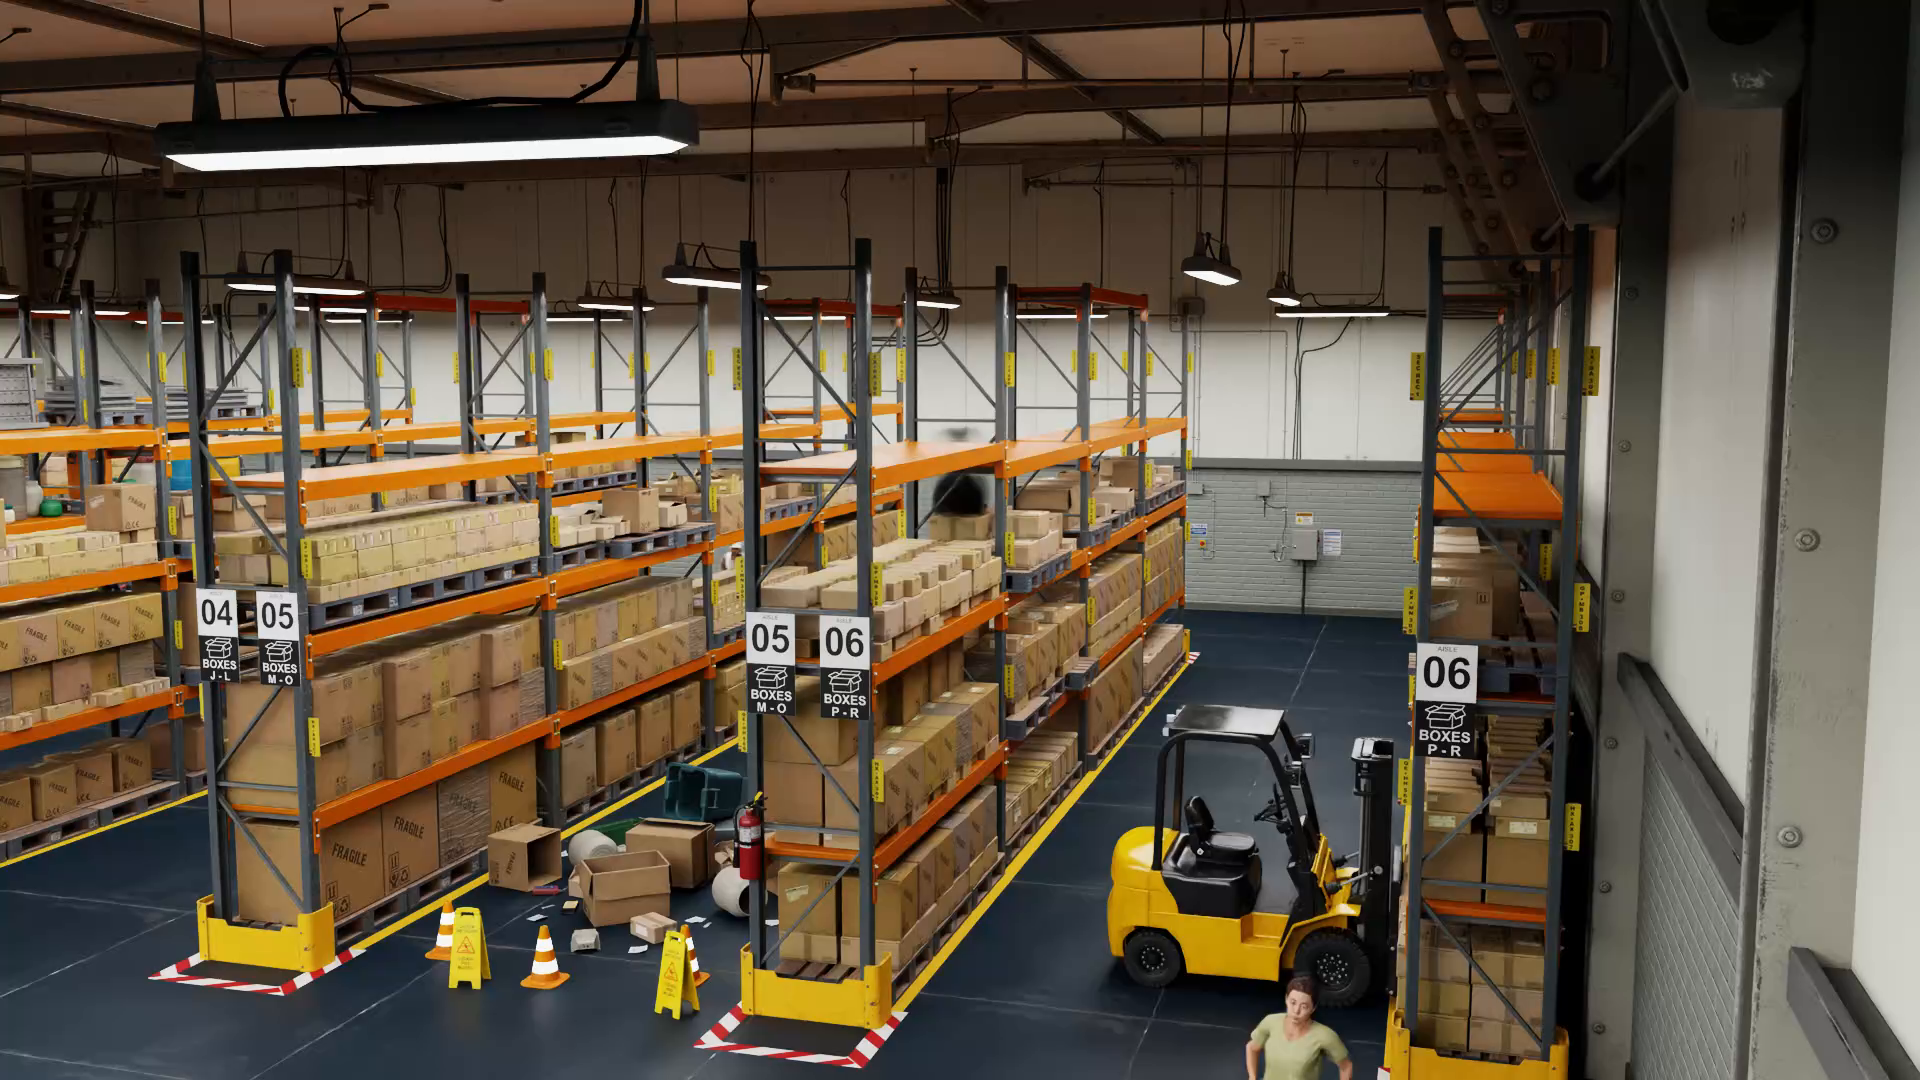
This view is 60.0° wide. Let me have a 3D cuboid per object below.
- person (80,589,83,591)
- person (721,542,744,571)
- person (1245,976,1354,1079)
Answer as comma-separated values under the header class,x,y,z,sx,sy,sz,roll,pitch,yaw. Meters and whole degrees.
class,x,y,z,sx,sy,sz,roll,pitch,yaw
person,-14.988,1.209,28.261,0.645,1.612,0.759,0,6,2
person,-4.172,0.852,31.113,0.680,1.698,0.740,1,6,5
person,1.874,3.260,9.408,0.614,1.649,0.972,4,7,30
